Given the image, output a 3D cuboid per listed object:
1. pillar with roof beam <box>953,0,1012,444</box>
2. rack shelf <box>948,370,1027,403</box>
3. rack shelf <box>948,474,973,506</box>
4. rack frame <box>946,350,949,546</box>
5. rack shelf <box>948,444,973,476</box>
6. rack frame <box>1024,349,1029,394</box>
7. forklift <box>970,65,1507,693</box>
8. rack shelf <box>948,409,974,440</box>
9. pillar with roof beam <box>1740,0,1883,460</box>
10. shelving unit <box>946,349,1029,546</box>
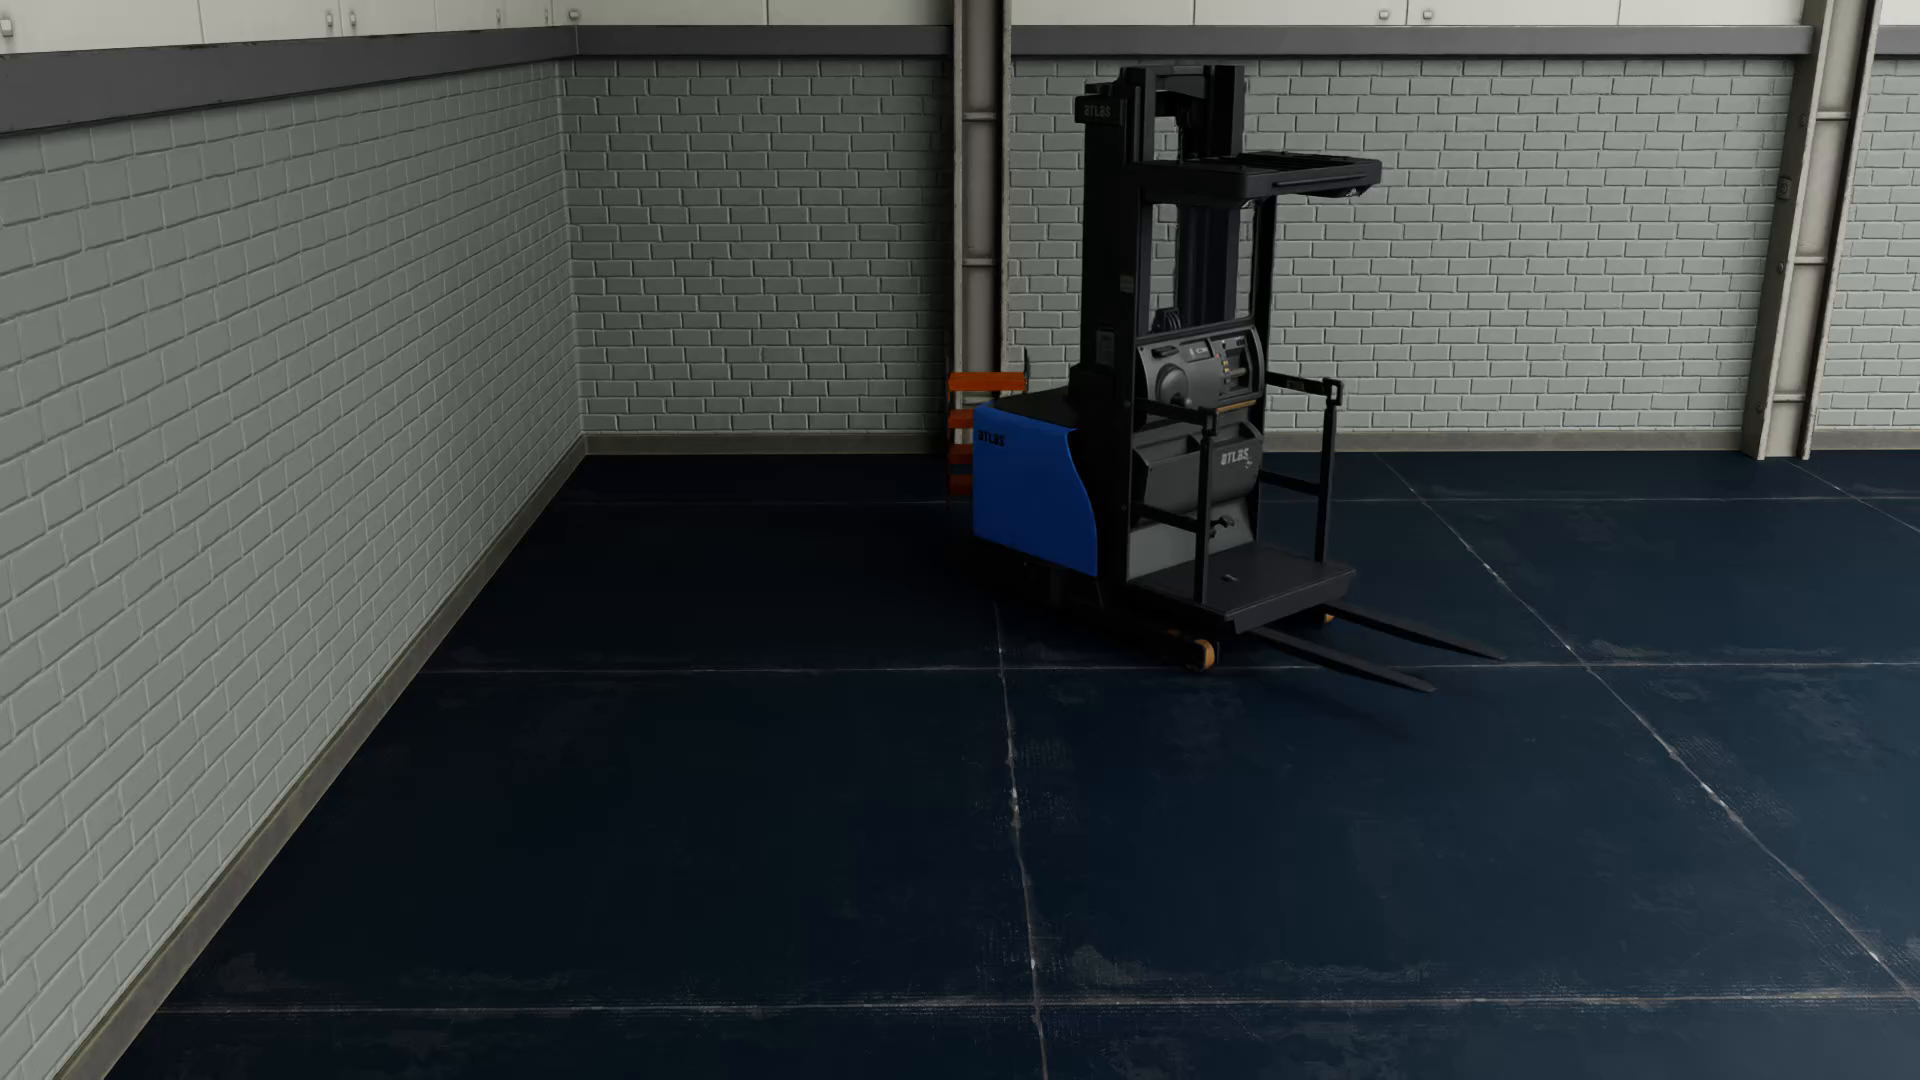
[{"bbox_3d":[0.218,-3.590,7.007,0.400,9.000,9.100,0,18,-1],"label":"pillar with roof beam"},{"bbox_3d":[0.166,-0.946,10.247,0.480,0.148,0.258,0,18,-1],"label":"rack shelf"},{"bbox_3d":[0.166,-0.319,10.448,0.480,0.148,0.258,0,18,-1],"label":"rack shelf"},{"bbox_3d":[-0.078,-0.571,10.363,0.015,1.200,0.240,0,18,-1],"label":"rack frame"},{"bbox_3d":[0.166,-0.508,10.387,0.480,0.148,0.258,0,18,-1],"label":"rack shelf"},{"bbox_3d":[0.409,-0.573,10.370,0.015,1.200,0.240,0,18,-1],"label":"rack frame"},{"bbox_3d":[1.407,-0.900,8.555,1.130,2.935,3.031,-15,23,-39],"label":"forklift"},{"bbox_3d":[0.166,-0.721,10.319,0.480,0.148,0.258,0,18,-1],"label":"rack shelf"},{"bbox_3d":[6.217,-3.619,7.097,0.400,9.000,9.100,0,18,-1],"label":"pillar with roof beam"},{"bbox_3d":[0.166,-0.572,10.367,0.503,1.200,0.258,0,18,-1],"label":"shelving unit"}]
